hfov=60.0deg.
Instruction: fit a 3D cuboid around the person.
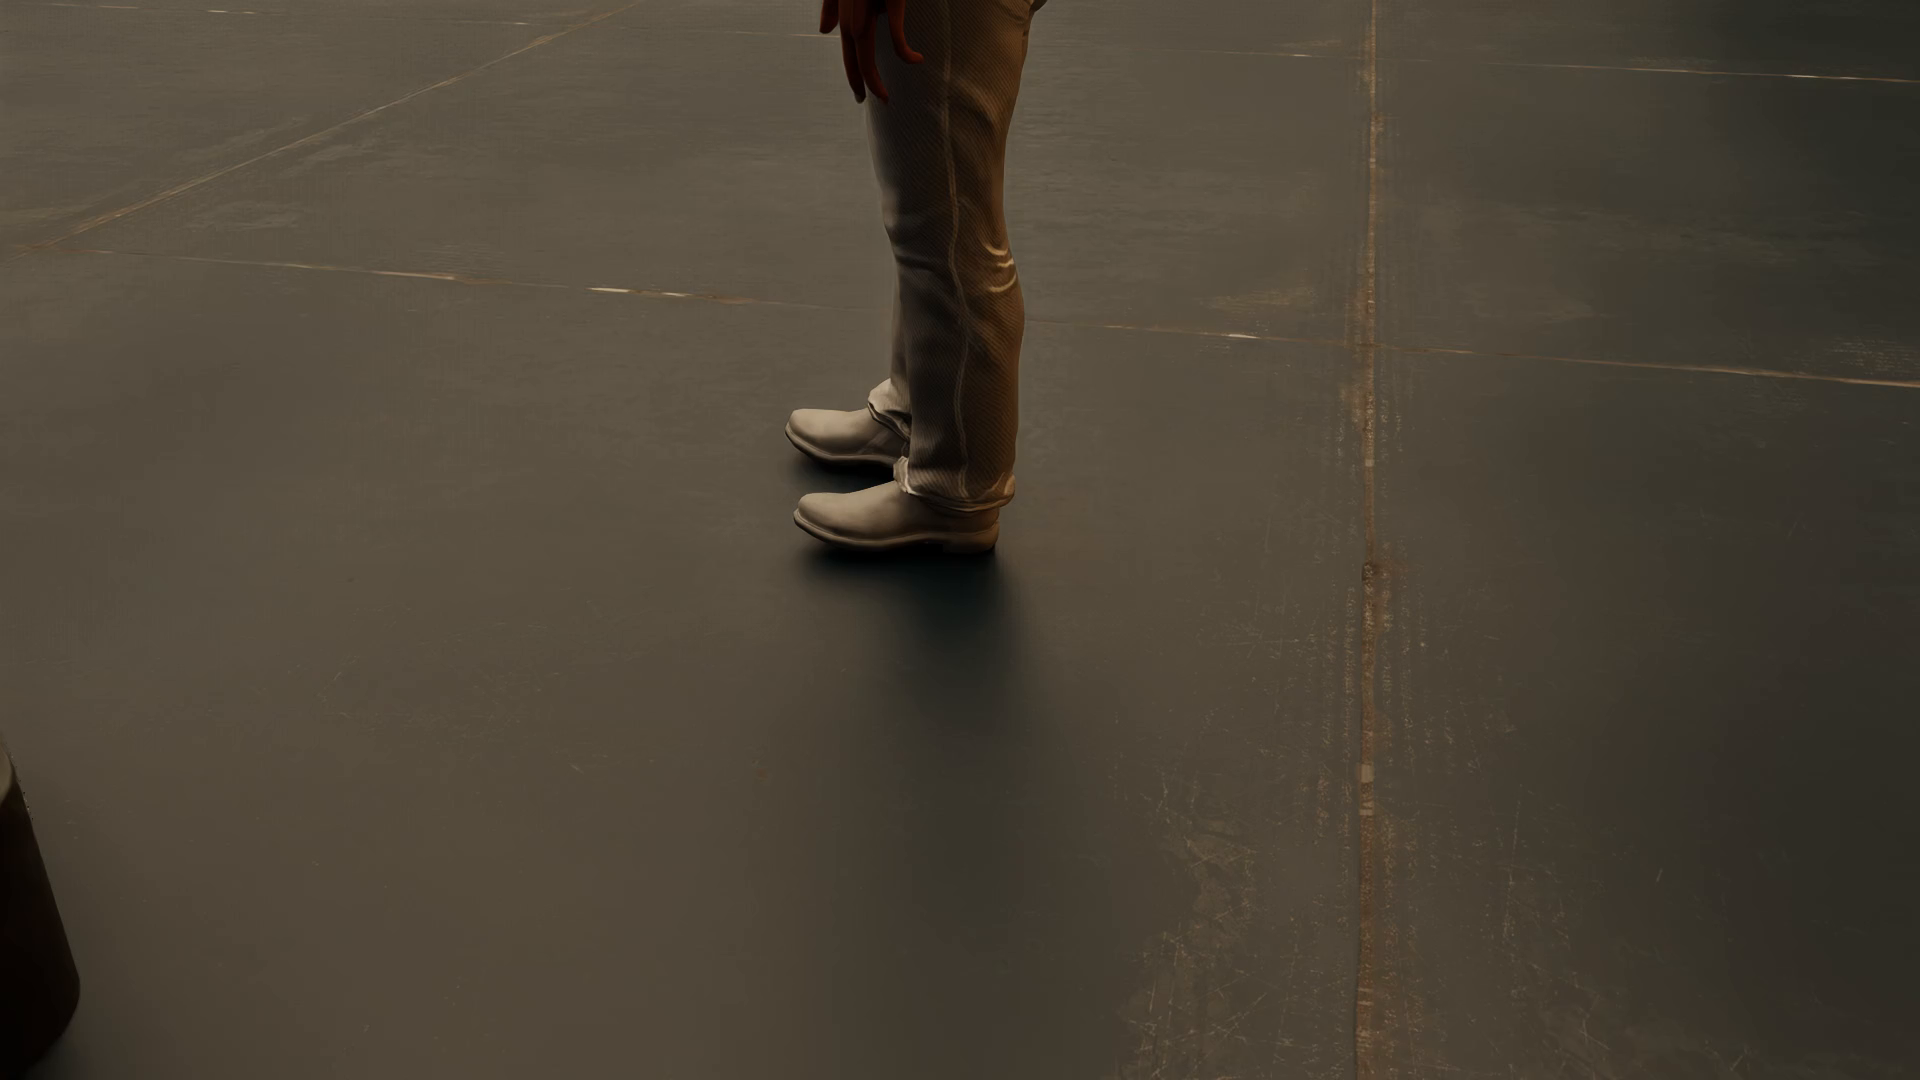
[{"bbox_3d":[-0.066,-0.805,2.118,0.577,1.765,0.665,6,27,11],"label":"person"}]
